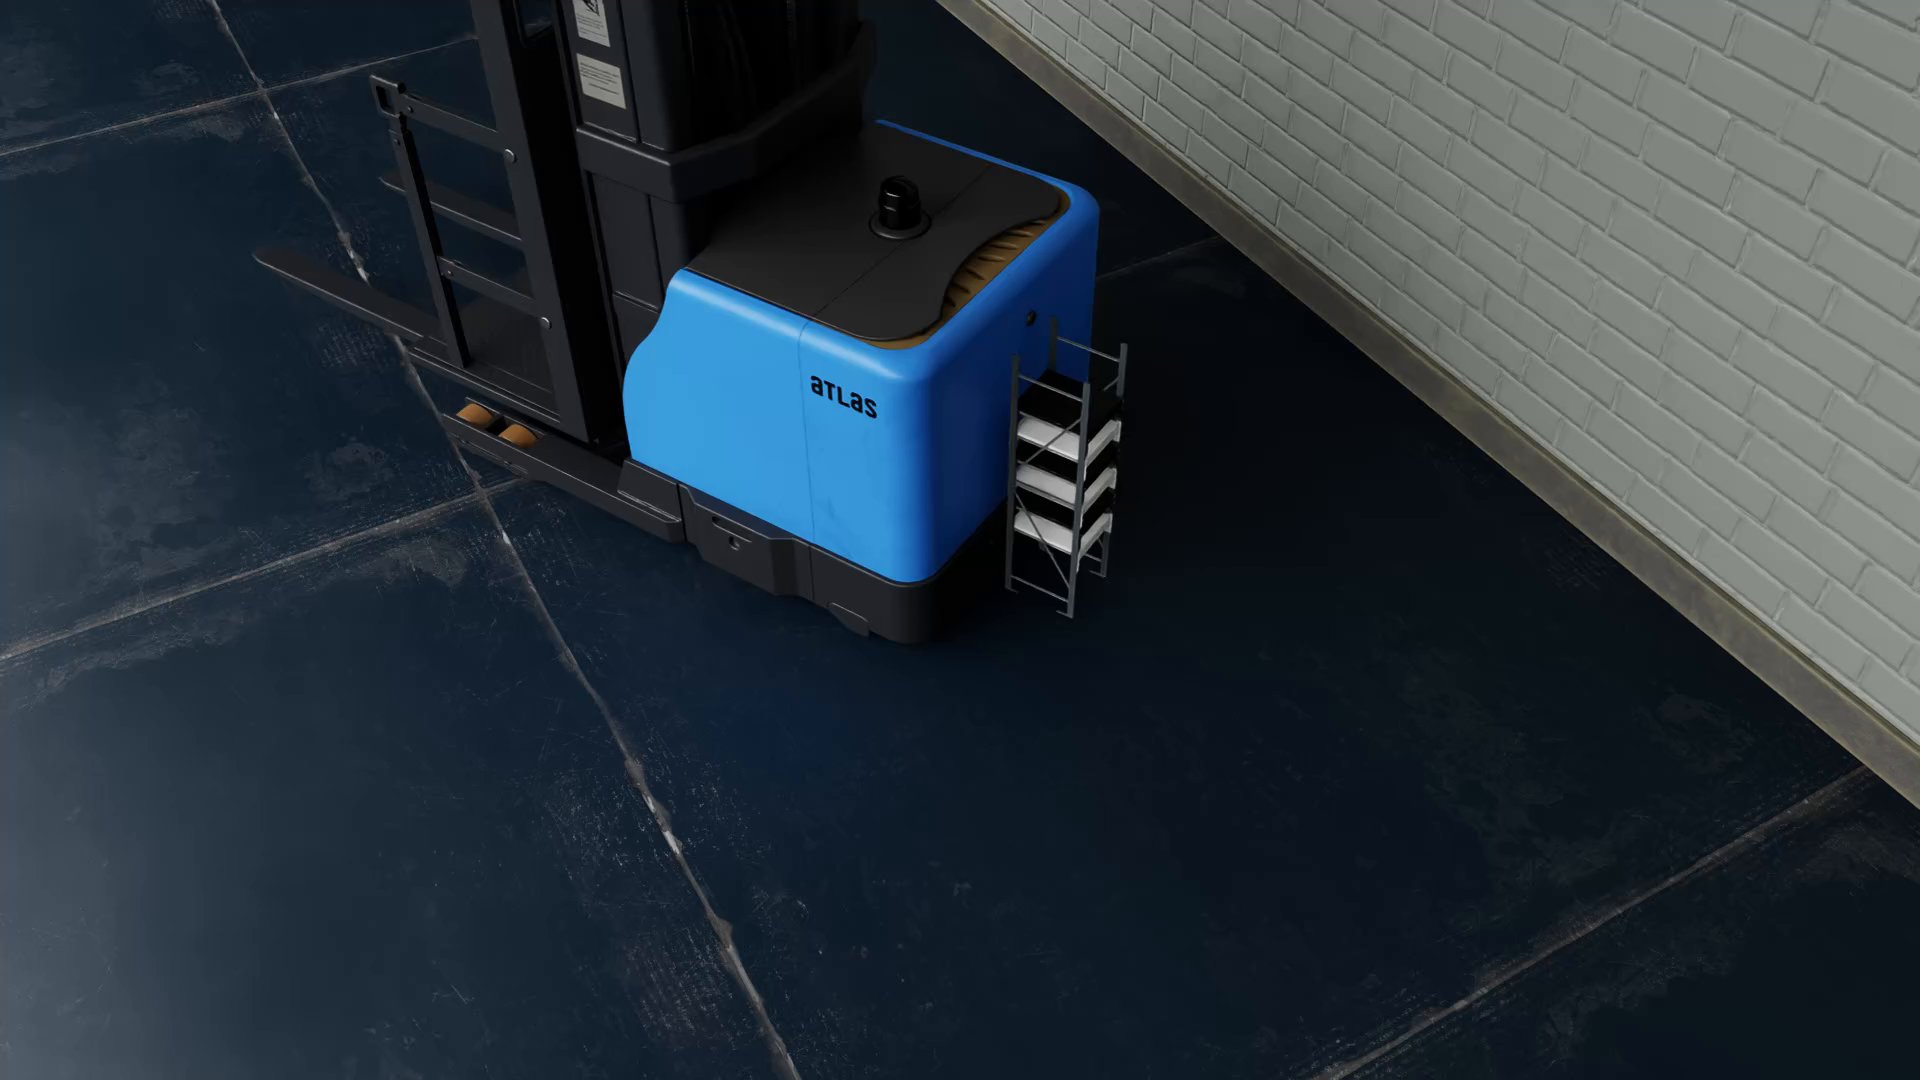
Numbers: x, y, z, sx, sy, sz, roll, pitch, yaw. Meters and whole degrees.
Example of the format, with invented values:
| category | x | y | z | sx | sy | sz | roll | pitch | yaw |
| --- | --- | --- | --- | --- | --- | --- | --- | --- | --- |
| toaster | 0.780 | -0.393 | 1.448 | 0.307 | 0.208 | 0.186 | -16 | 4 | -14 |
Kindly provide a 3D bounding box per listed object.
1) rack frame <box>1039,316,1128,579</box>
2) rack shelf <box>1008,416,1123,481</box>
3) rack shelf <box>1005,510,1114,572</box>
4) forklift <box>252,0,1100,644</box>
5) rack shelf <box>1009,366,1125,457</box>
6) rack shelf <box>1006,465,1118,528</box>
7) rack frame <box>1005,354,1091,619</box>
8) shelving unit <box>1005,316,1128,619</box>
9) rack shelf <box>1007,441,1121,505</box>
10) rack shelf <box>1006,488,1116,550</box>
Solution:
| category | x | y | z | sx | sy | sz | roll | pitch | yaw |
| --- | --- | --- | --- | --- | --- | --- | --- | --- | --- |
| rack frame | 0.352 | -0.250 | 4.861 | 0.240 | 0.900 | 0.006 | 24 | 49 | 23 |
| rack shelf | 0.297 | -0.296 | 4.697 | 0.258 | 0.077 | 0.200 | 24 | 49 | 23 |
| rack shelf | 0.296 | -0.038 | 4.949 | 0.258 | 0.077 | 0.200 | 24 | 49 | 23 |
| forklift | -1.102 | -1.547 | 4.740 | 3.031 | 2.935 | 1.130 | 24 | 49 | 23 |
| rack shelf | 0.298 | -0.360 | 4.634 | 0.258 | 0.077 | 0.200 | 24 | 49 | 23 |
| rack shelf | 0.296 | -0.167 | 4.823 | 0.258 | 0.077 | 0.200 | 24 | 49 | 23 |
| rack frame | 0.242 | -0.131 | 4.738 | 0.240 | 0.900 | 0.006 | 24 | 49 | 23 |
| shelving unit | 0.297 | -0.191 | 4.800 | 0.258 | 0.900 | 0.210 | 24 | 49 | 23 |
| rack shelf | 0.297 | -0.232 | 4.760 | 0.258 | 0.077 | 0.200 | 24 | 49 | 23 |
| rack shelf | 0.296 | -0.103 | 4.886 | 0.258 | 0.077 | 0.200 | 24 | 49 | 23 |
